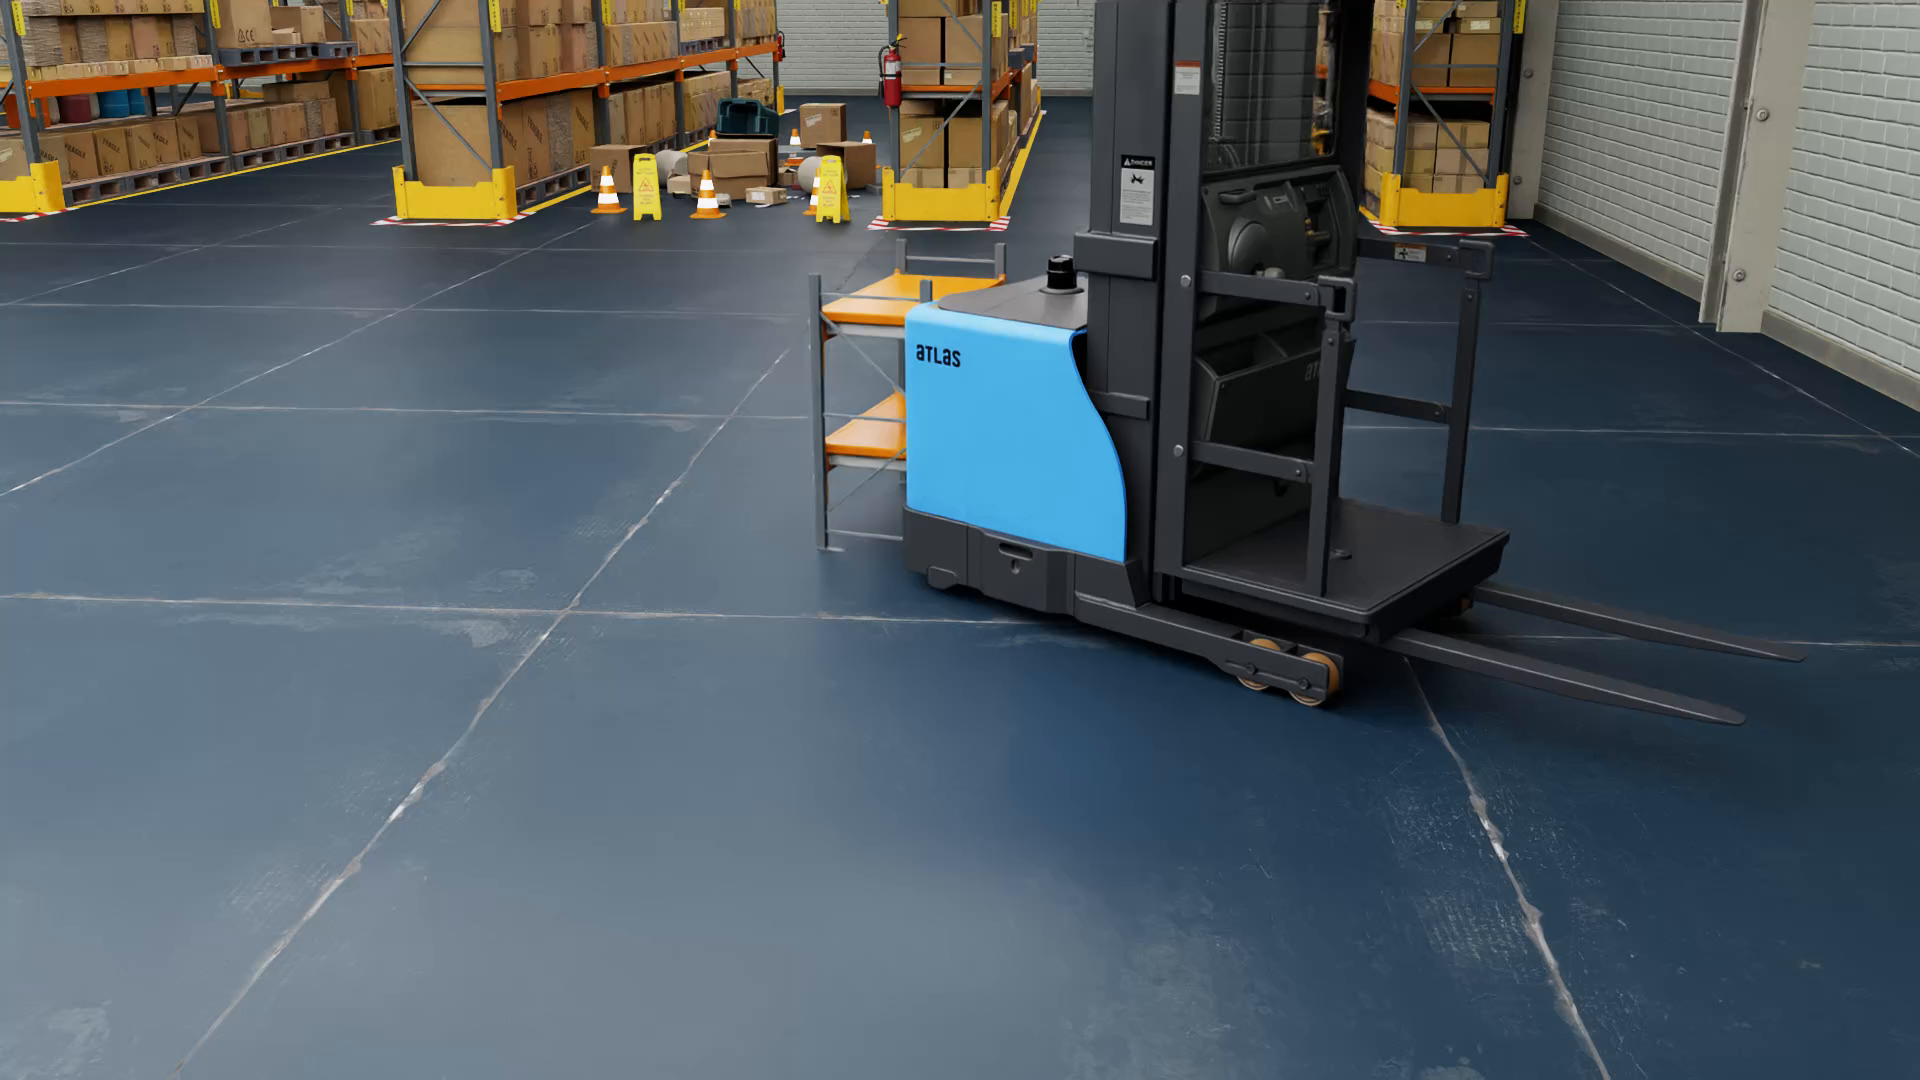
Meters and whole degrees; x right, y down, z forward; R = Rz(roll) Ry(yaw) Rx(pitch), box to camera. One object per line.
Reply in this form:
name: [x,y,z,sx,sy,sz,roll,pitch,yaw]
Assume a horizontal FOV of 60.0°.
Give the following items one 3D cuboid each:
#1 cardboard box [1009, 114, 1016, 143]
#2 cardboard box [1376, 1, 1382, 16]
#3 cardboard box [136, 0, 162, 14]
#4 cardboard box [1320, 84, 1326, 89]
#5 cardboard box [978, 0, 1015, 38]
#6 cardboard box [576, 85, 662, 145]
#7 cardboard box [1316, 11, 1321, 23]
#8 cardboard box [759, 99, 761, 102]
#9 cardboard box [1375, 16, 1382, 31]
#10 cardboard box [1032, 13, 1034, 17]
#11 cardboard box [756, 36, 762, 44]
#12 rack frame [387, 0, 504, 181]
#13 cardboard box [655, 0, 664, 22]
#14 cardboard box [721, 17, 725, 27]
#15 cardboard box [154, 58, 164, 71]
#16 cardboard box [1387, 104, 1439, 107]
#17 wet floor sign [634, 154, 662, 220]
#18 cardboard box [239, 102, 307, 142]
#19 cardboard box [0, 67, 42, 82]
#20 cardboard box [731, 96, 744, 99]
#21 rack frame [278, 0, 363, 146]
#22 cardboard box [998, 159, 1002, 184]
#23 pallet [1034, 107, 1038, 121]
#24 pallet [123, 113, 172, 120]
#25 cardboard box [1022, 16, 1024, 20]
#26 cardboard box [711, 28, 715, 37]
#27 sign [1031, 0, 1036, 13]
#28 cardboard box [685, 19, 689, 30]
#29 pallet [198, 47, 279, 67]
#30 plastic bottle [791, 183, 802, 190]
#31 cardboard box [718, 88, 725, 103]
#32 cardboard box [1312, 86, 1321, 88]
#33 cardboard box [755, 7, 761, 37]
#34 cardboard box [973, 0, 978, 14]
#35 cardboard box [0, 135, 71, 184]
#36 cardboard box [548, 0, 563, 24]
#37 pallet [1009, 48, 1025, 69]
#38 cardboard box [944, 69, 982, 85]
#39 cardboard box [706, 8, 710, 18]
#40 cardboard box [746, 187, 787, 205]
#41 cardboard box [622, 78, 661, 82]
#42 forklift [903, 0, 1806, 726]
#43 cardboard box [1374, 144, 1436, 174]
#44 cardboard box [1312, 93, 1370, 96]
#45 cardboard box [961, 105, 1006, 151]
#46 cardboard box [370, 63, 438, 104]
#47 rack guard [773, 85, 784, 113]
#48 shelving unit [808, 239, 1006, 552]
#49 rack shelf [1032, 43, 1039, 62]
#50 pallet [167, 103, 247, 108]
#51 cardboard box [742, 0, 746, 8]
cardboard box: [0.286,-5.693,23.026,0.950,0.372,0.625,1,18,3]
cardboard box: [4.566,-5.564,17.407,0.380,0.149,0.250,2,18,5]
cardboard box: [-9.619,-6.333,19.190,0.500,0.500,0.500,1,18,4]
cardboard box: [5.720,-6.915,25.508,0.380,0.149,0.250,1,18,4]
cardboard box: [0.414,-6.432,20.423,0.500,0.500,0.500,2,18,5]
cardboard box: [-4.756,-5.898,23.043,1.050,0.750,0.750,2,18,5]
cardboard box: [4.999,-7.056,22.437,0.380,0.149,0.250,1,18,5]
cardboard box: [-3.842,-7.983,30.373,0.380,0.149,0.250,2,18,5]
cardboard box: [4.572,-5.421,17.448,0.380,0.149,0.250,1,18,4]
cardboard box: [1.034,-9.370,28.935,0.500,0.500,0.500,2,18,5]
cardboard box: [-3.833,-9.168,30.489,0.380,0.149,0.250,0,18,1]
rack frame: [-5.137,-4.741,16.576,1.000,3.000,0.127,1,18,4]
cardboard box: [-4.606,-7.609,23.562,0.700,0.500,0.500,1,18,4]
cardboard box: [-4.108,-8.562,27.487,0.380,0.149,0.250,2,18,6]
cardboard box: [-9.674,-5.625,19.674,0.380,0.149,0.250,1,18,4]
cardboard box: [5.182,-4.848,19.037,0.500,0.250,0.500,1,18,3]
wet floor sign: [-3.164,-3.569,16.780,0.267,0.644,0.232,-2,18,-6]
cardboard box: [-9.592,-5.832,23.212,0.700,0.500,0.500,3,18,9]
cardboard box: [-9.819,-4.847,17.302,0.380,0.149,0.250,1,18,4]
cardboard box: [-3.932,-7.560,28.604,0.380,0.149,0.250,2,18,6]
rack frame: [-9.503,-7.368,24.592,1.000,3.000,0.127,1,18,4]
cardboard box: [0.185,-3.958,17.926,0.500,0.250,0.500,2,18,6]
pallet: [0.885,-7.678,30.018,1.003,0.211,1.213,1,18,4]
pallet: [-14.254,-7.157,28.427,1.003,0.211,1.213,1,18,4]
cardboard box: [0.686,-7.972,24.667,0.500,0.500,0.500,1,18,4]
cardboard box: [-4.164,-8.185,26.814,0.380,0.149,0.250,0,18,1]
sign: [1.210,-8.893,27.513,0.100,0.325,0.005,1,18,4]
cardboard box: [-4.295,-7.760,25.041,0.380,0.149,0.250,1,18,2]
pallet: [-9.590,-6.269,21.545,1.003,0.211,1.213,1,18,4]
plastic bottle: [-1.869,-4.149,19.488,0.133,0.061,0.283,4,19,13]
cardboard box: [-4.116,-7.085,27.069,0.500,0.500,0.500,1,18,3]
cardboard box: [5.167,-6.683,24.798,0.380,0.149,0.250,1,18,2]
cardboard box: [-3.880,-9.282,29.795,0.500,0.500,0.500,2,18,7]
cardboard box: [-0.153,-6.437,19.506,0.700,0.500,0.500,1,18,3]
cardboard box: [-10.015,-4.089,17.924,0.500,0.500,0.500,5,19,14]
cardboard box: [-5.010,-6.116,18.797,0.875,0.550,0.550,1,18,4]
pallet: [0.294,-6.048,20.870,1.003,0.211,1.213,1,18,4]
cardboard box: [0.038,-4.644,16.681,0.380,0.149,0.250,1,18,4]
cardboard box: [-4.189,-8.381,26.456,0.380,0.149,0.250,1,18,2]
cardboard box: [-2.113,-3.759,18.158,0.380,0.149,0.250,12,22,32]
cardboard box: [-4.776,-6.812,25.032,0.500,0.250,0.500,1,18,3]
forklift: [1.234,-1.049,5.418,3.031,2.935,1.130,15,23,38]
cardboard box: [4.482,-3.841,16.767,0.500,0.250,0.500,1,18,3]
cardboard box: [5.274,-5.915,23.297,0.875,0.625,0.625,2,18,6]
cardboard box: [0.249,-4.648,18.827,0.500,0.500,0.500,2,18,7]
cardboard box: [-9.306,-7.324,27.194,1.225,0.875,0.875,1,18,2]
rack guard: [-3.995,-8.499,32.058,1.175,0.500,0.348,1,18,4]
shelving unit: [-0.194,-0.628,7.033,0.538,1.125,1.048,6,19,17]
rack shelf: [0.811,-8.669,29.716,1.077,0.370,4.000,1,18,4]
pallet: [-14.058,-8.005,31.014,1.003,0.211,1.213,1,18,4]
cardboard box: [-3.979,-9.428,28.636,0.500,0.500,0.500,1,18,2]
